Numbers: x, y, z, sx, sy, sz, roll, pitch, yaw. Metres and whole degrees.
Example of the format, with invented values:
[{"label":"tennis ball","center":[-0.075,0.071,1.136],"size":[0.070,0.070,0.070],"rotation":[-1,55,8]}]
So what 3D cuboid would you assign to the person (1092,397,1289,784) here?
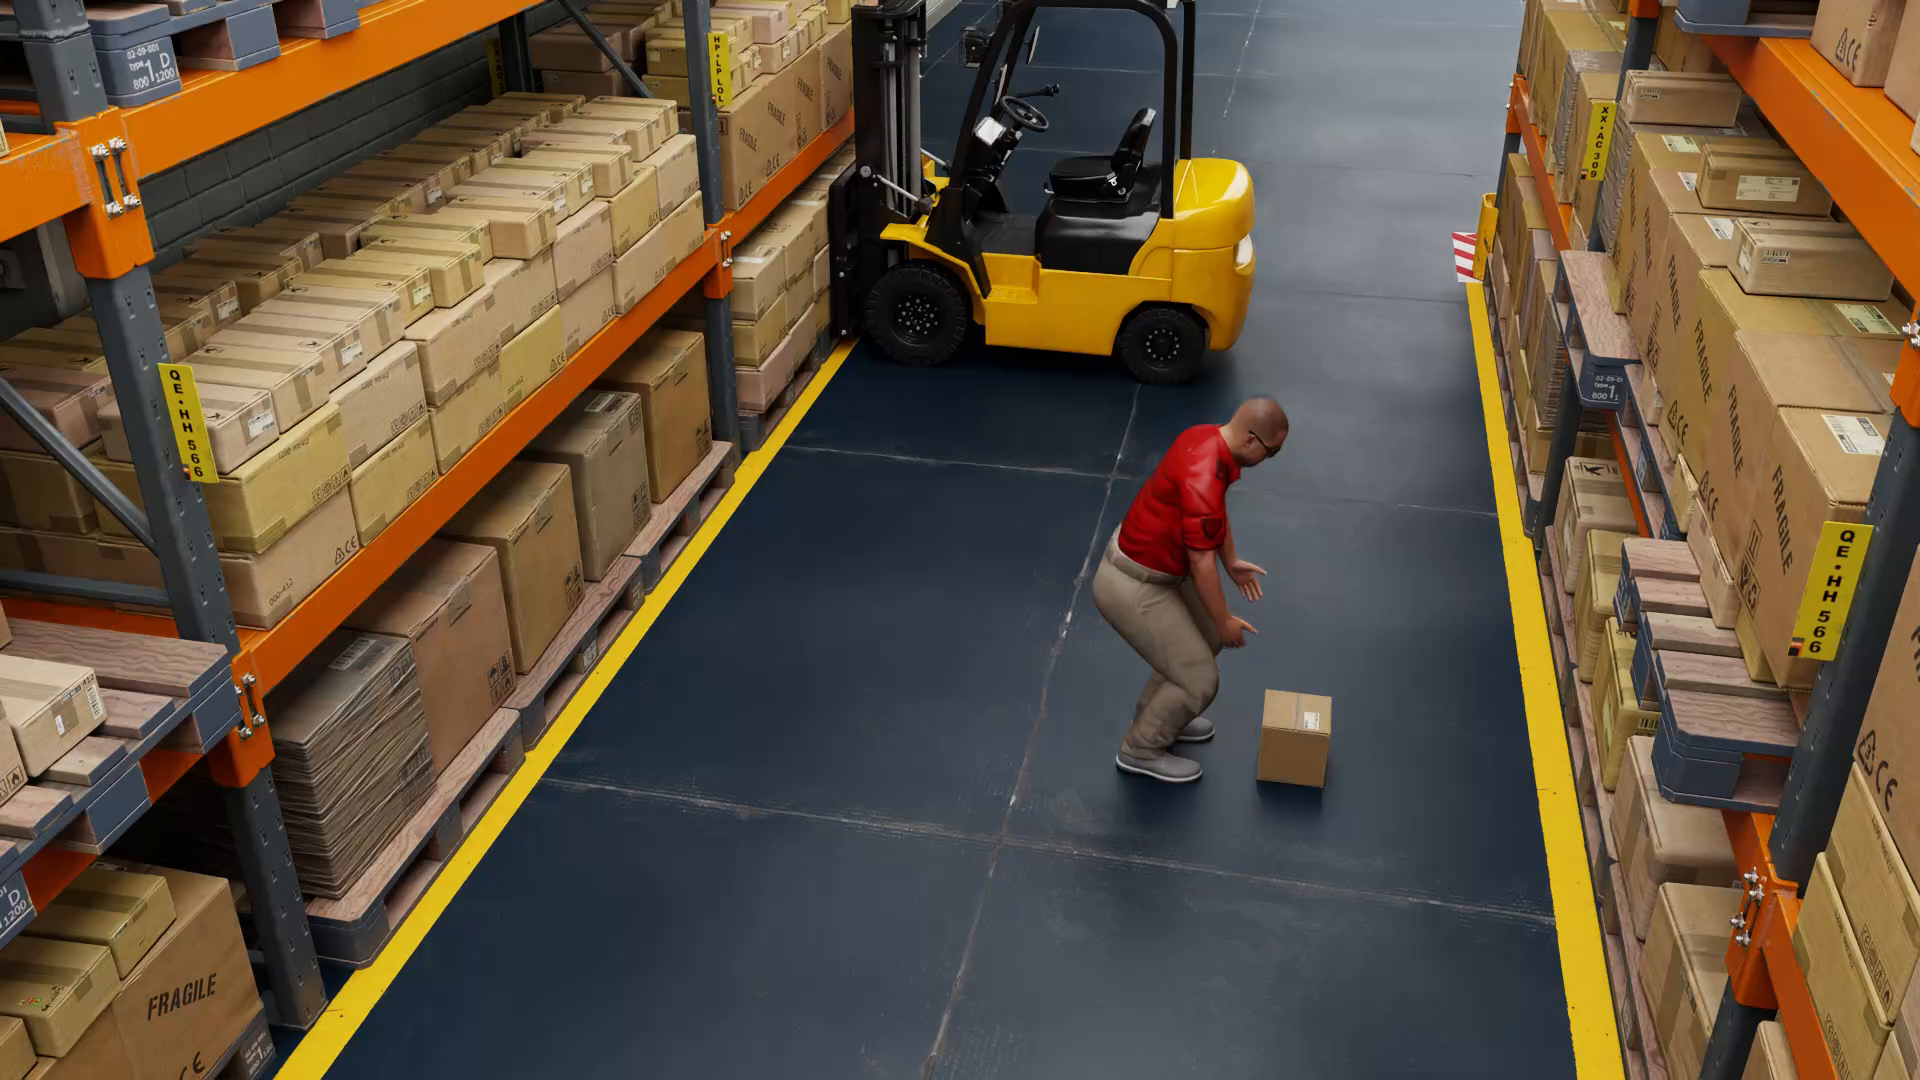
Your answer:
[{"label":"person","center":[0.822,0.151,6.122],"size":[0.644,1.494,0.587],"rotation":[6,29,11]}]
